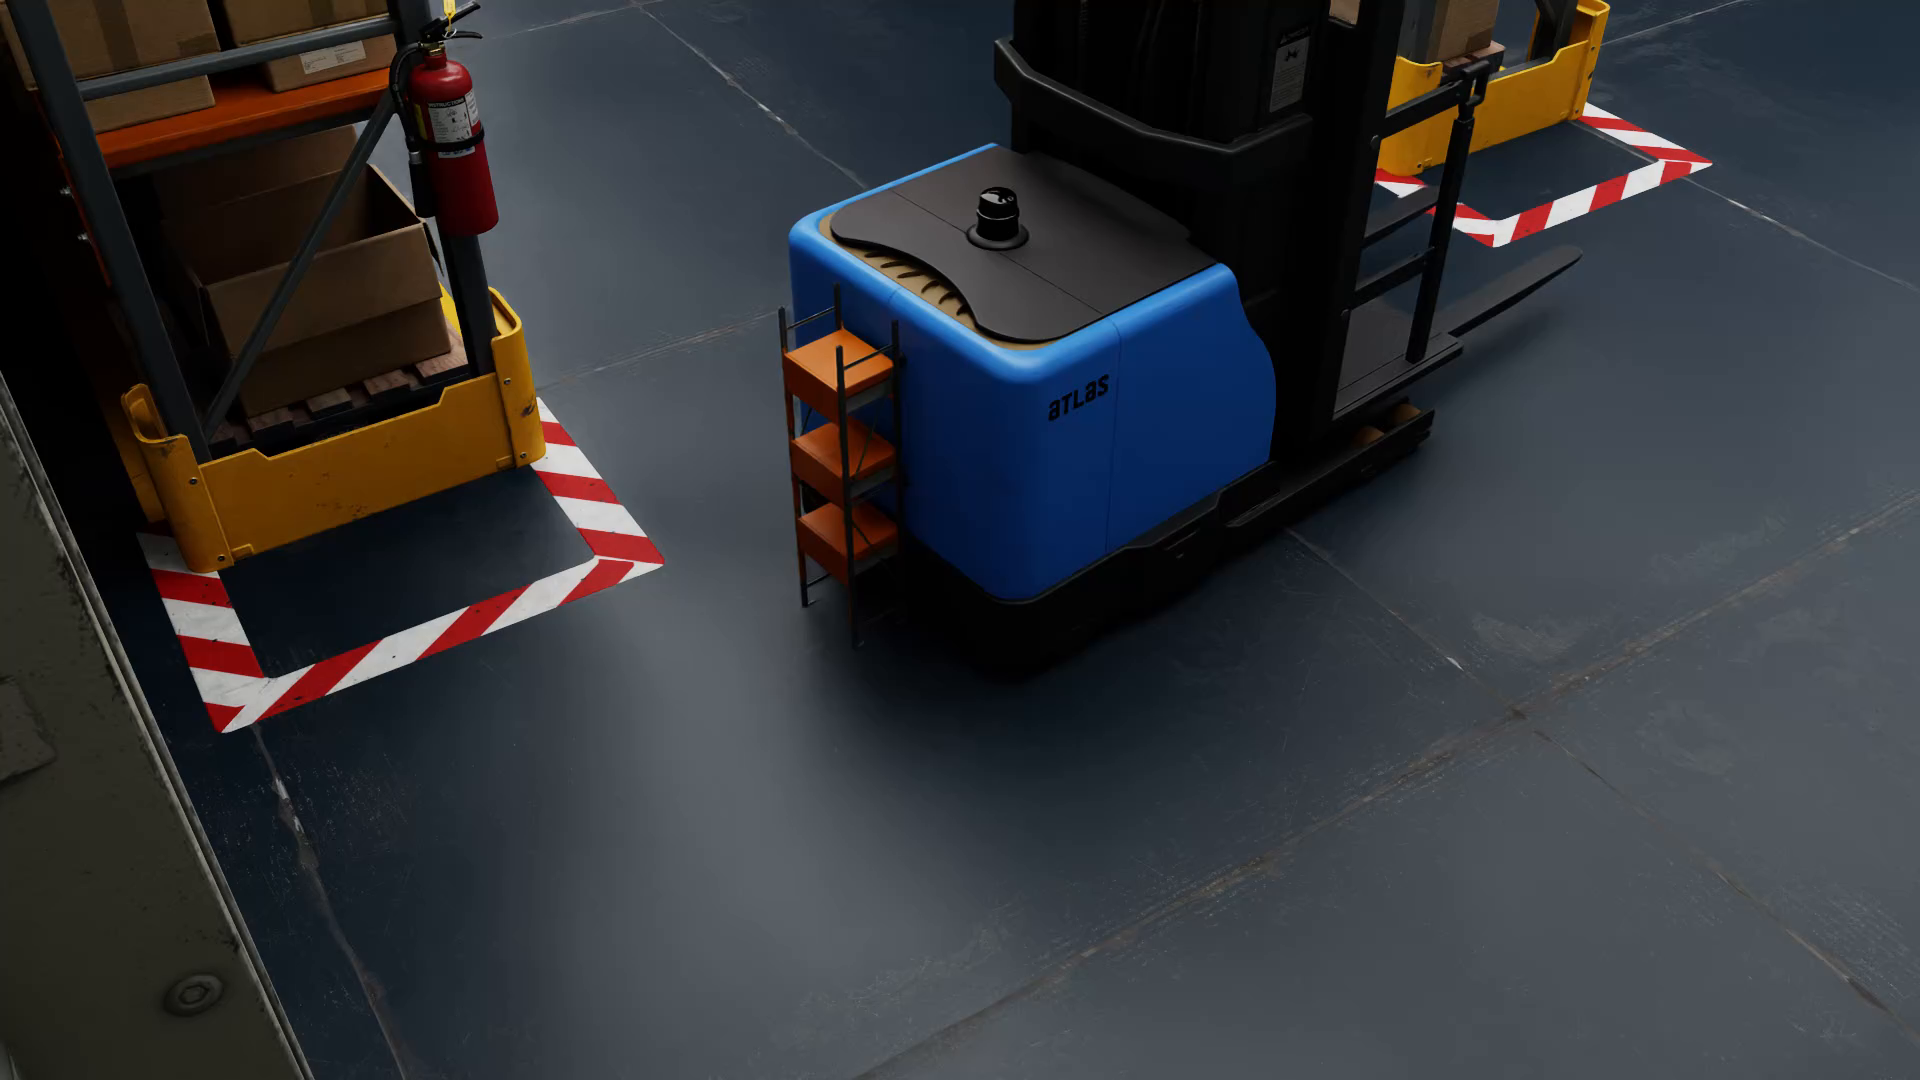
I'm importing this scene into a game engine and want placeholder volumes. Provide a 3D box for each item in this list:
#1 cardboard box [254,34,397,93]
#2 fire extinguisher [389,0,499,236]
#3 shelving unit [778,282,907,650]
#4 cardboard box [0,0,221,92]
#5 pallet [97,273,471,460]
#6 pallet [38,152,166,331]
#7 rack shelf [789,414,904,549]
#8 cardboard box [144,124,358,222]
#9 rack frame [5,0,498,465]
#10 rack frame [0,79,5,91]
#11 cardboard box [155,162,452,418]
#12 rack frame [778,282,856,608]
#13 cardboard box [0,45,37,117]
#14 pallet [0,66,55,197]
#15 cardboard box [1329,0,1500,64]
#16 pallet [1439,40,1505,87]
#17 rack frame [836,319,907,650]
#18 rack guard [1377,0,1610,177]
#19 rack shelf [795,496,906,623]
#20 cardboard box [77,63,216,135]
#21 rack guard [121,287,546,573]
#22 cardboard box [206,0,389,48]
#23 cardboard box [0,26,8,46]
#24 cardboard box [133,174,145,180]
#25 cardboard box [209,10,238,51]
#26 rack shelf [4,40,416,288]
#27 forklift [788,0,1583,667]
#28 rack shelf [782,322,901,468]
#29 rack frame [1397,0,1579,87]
[{"bbox_3d":[-1.860,-1.461,4.857,0.380,0.149,0.250,-23,45,-25],"label":"cardboard box"},{"bbox_3d":[-1.446,-1.193,4.690,0.296,0.674,0.183,-22,45,-24],"label":"fire extinguisher"},{"bbox_3d":[-0.317,-0.183,4.650,0.215,1.050,0.252,-29,48,-30],"label":"shelving unit"},{"bbox_3d":[-2.386,-1.499,4.591,0.500,0.250,0.500,-21,44,-23],"label":"cardboard box"},{"bbox_3d":[-2.385,-0.685,5.908,1.003,0.211,1.213,-22,45,-24],"label":"pallet"},{"bbox_3d":[-3.037,-1.343,6.697,1.003,0.211,1.213,-22,45,-24],"label":"pallet"},{"bbox_3d":[-0.317,-0.175,4.656,0.215,0.259,0.240,-29,48,-30],"label":"rack shelf"},{"bbox_3d":[-2.590,-1.324,6.121,0.700,0.500,0.500,-20,44,-23],"label":"cardboard box"},{"bbox_3d":[-1.915,-1.286,4.450,1.000,3.000,0.127,-22,45,-24],"label":"rack frame"},{"bbox_3d":[-4.065,-3.445,7.041,1.000,3.000,0.127,-22,45,-24],"label":"rack frame"},{"bbox_3d":[-2.164,-0.851,5.550,0.797,0.503,0.637,-24,45,-26],"label":"cardboard box"},{"bbox_3d":[-0.397,-0.242,4.720,0.200,1.050,0.008,-29,48,-30],"label":"rack frame"},{"bbox_3d":[-3.909,-2.135,7.242,0.500,0.311,0.500,-21,44,-23],"label":"cardboard box"},{"bbox_3d":[-3.697,-2.002,7.488,1.003,0.211,1.213,-22,45,-24],"label":"pallet"},{"bbox_3d":[1.829,-2.495,7.575,0.875,0.438,0.875,-24,45,-26],"label":"cardboard box"},{"bbox_3d":[1.773,-2.330,7.881,1.003,0.211,1.213,-22,45,-24],"label":"pallet"},{"bbox_3d":[-0.236,-0.124,4.579,0.200,1.050,0.008,-29,48,-30],"label":"rack frame"},{"bbox_3d":[2.281,-2.023,7.287,1.175,0.500,0.348,-22,45,-24],"label":"rack guard"},{"bbox_3d":[-0.317,0.039,4.834,0.215,0.259,0.240,-29,48,-30],"label":"rack shelf"},{"bbox_3d":[-2.319,-1.276,4.634,0.380,0.149,0.250,-23,45,-25],"label":"cardboard box"},{"bbox_3d":[-1.955,-0.367,5.299,1.175,0.500,0.348,-22,45,-24],"label":"rack guard"},{"bbox_3d":[-1.931,-1.680,4.808,0.500,0.250,0.500,-22,45,-24],"label":"cardboard box"},{"bbox_3d":[-2.803,-1.670,5.107,0.380,0.149,0.250,-22,45,-24],"label":"cardboard box"},{"bbox_3d":[-3.149,-1.885,6.793,0.700,0.500,0.500,-24,45,-26],"label":"cardboard box"},{"bbox_3d":[-2.036,-1.583,5.002,0.380,0.149,0.250,-21,44,-23],"label":"cardboard box"},{"bbox_3d":[-2.990,-2.089,5.976,1.077,0.370,4.000,-22,45,-24],"label":"rack shelf"},{"bbox_3d":[0.953,-1.566,4.839,3.031,2.935,1.130,-29,48,-30],"label":"forklift"},{"bbox_3d":[-0.317,-0.393,4.475,0.215,0.259,0.240,-29,48,-30],"label":"rack shelf"},{"bbox_3d":[2.268,-2.996,6.503,1.000,3.000,0.127,-22,45,-24],"label":"rack frame"}]
